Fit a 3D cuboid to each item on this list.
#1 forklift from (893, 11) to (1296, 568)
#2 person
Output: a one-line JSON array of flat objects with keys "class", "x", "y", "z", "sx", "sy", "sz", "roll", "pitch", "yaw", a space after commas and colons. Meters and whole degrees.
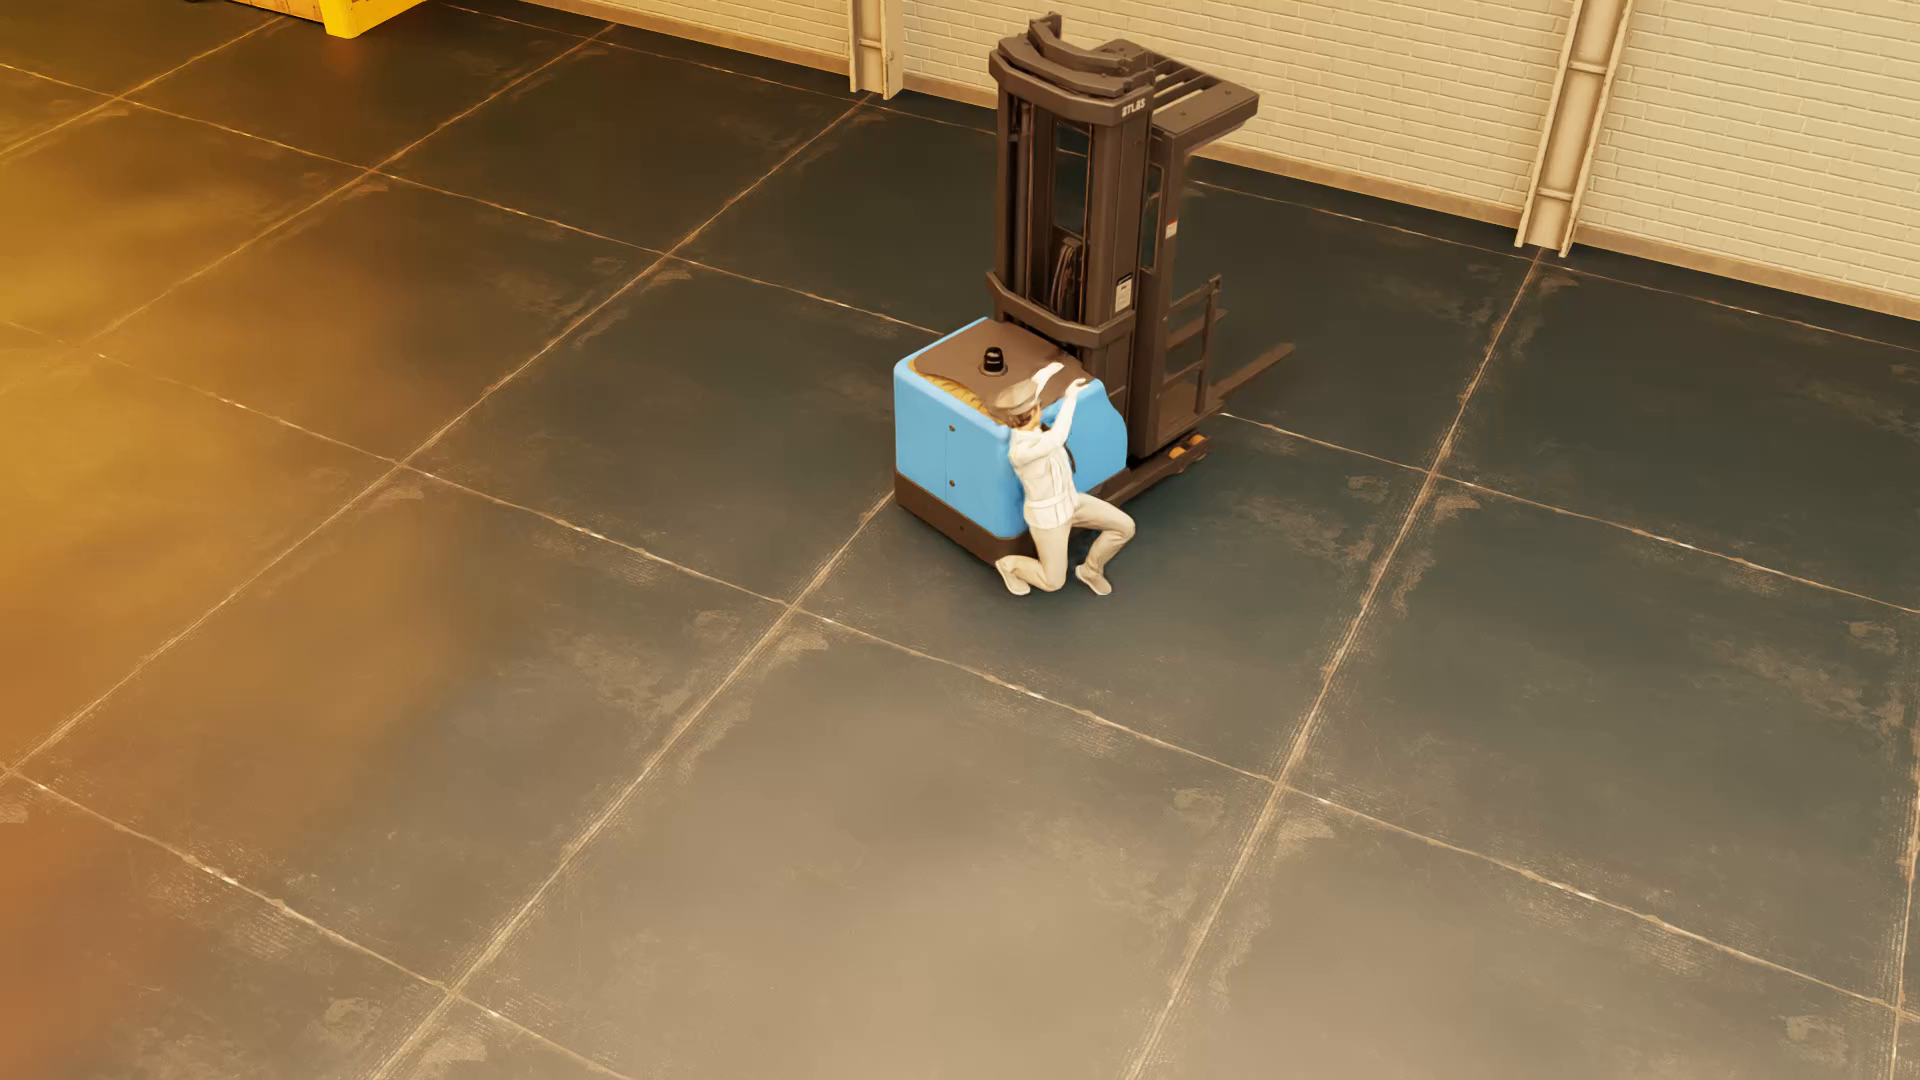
[{"class": "forklift", "x": 1.002, "y": -1.775, "z": 10.094, "sx": 3.031, "sy": 2.935, "sz": 1.130, "roll": -32, "pitch": 49, "yaw": -32}, {"class": "person", "x": 0.669, "y": -0.386, "z": 9.602, "sx": 0.825, "sy": 1.493, "sz": 1.003, "roll": 14, "pitch": 42, "yaw": 17}]
